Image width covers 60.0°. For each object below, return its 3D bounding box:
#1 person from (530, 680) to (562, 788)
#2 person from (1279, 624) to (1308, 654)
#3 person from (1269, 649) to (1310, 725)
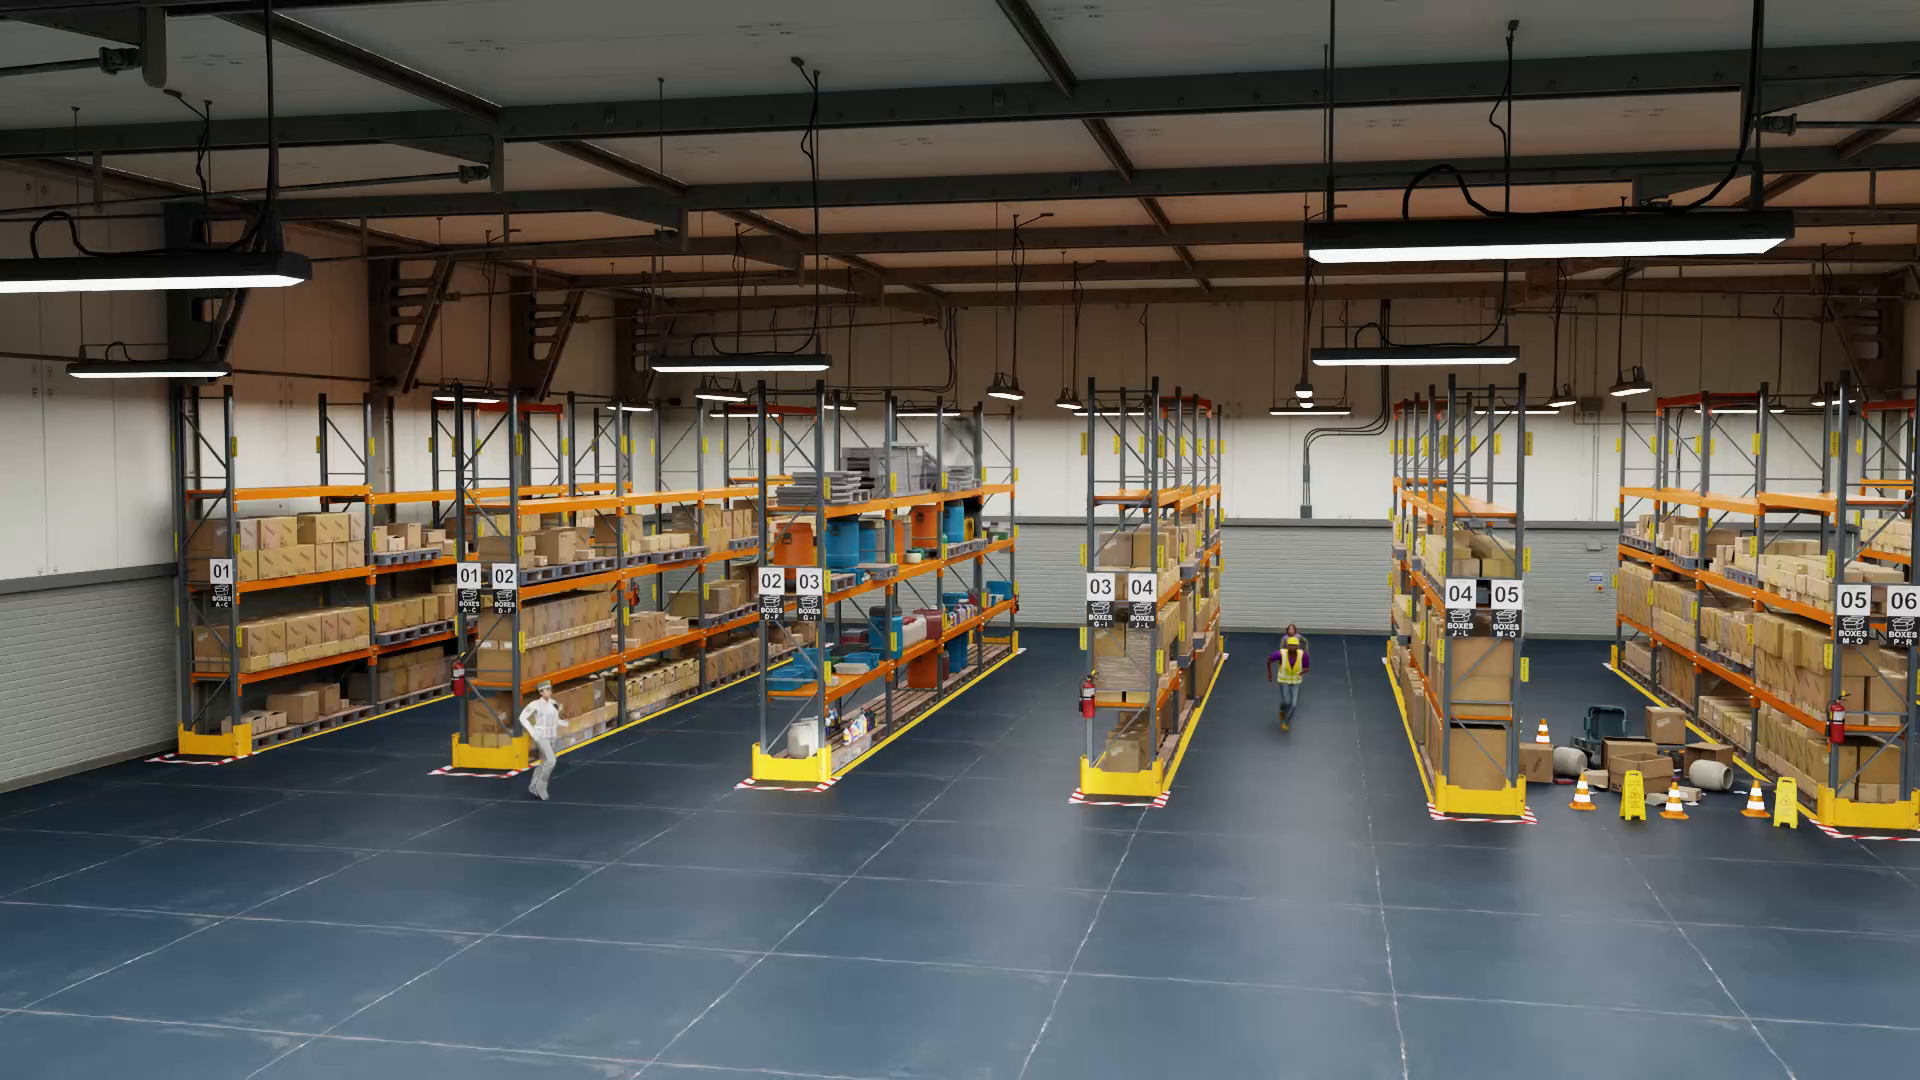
[{"bbox_3d":[-5.909,2.772,23.675,0.593,1.577,0.382,2,4,28],"label":"person"},{"bbox_3d":[6.493,2.350,32.375,0.573,1.455,0.707,1,3,9],"label":"person"},{"bbox_3d":[5.793,2.606,29.292,0.663,1.388,0.552,0,3,-6],"label":"person"}]
